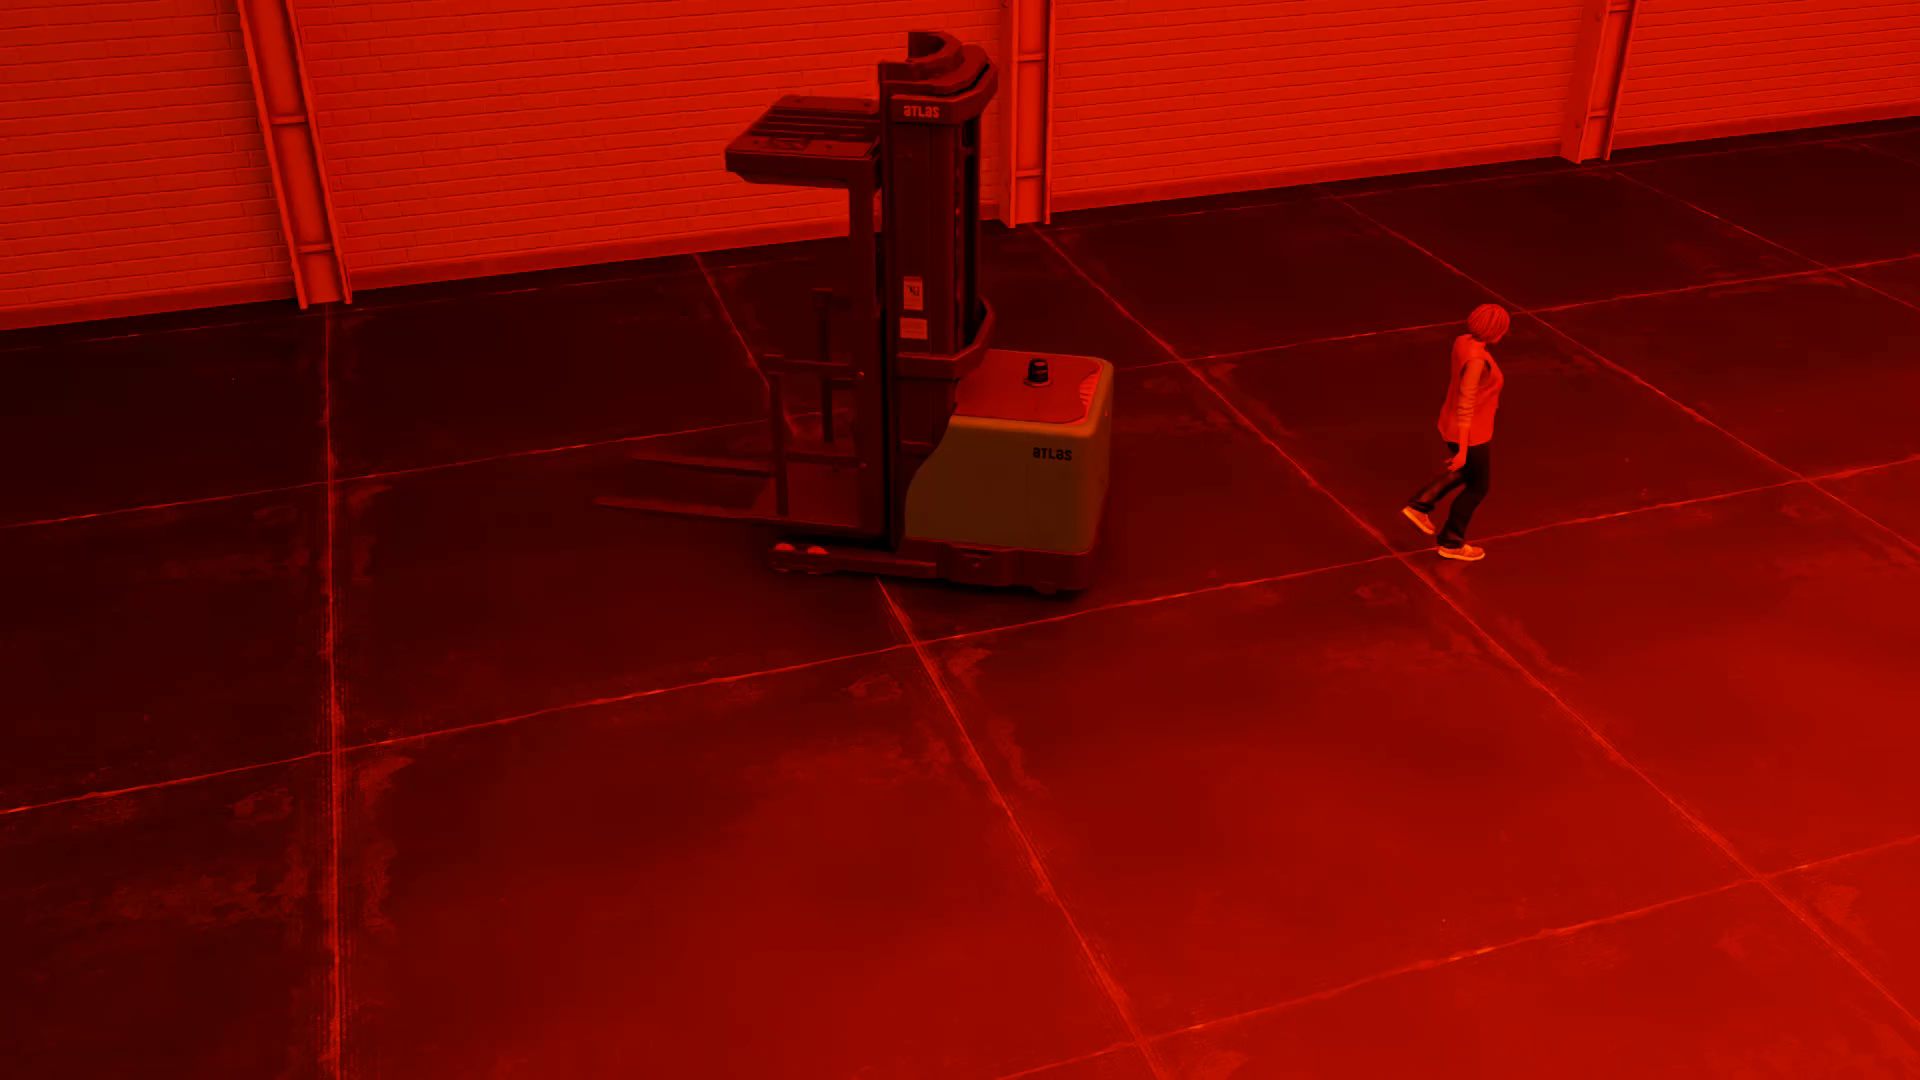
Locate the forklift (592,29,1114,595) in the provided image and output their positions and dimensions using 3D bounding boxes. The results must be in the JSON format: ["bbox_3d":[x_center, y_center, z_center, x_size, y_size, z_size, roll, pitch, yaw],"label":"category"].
[{"bbox_3d":[-0.658,-1.315,9.372,3.031,2.935,1.130,6,30,10],"label":"forklift"}]

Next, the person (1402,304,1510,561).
[{"bbox_3d":[2.875,-0.612,9.513,0.494,1.579,0.624,0,30,0],"label":"person"}]
